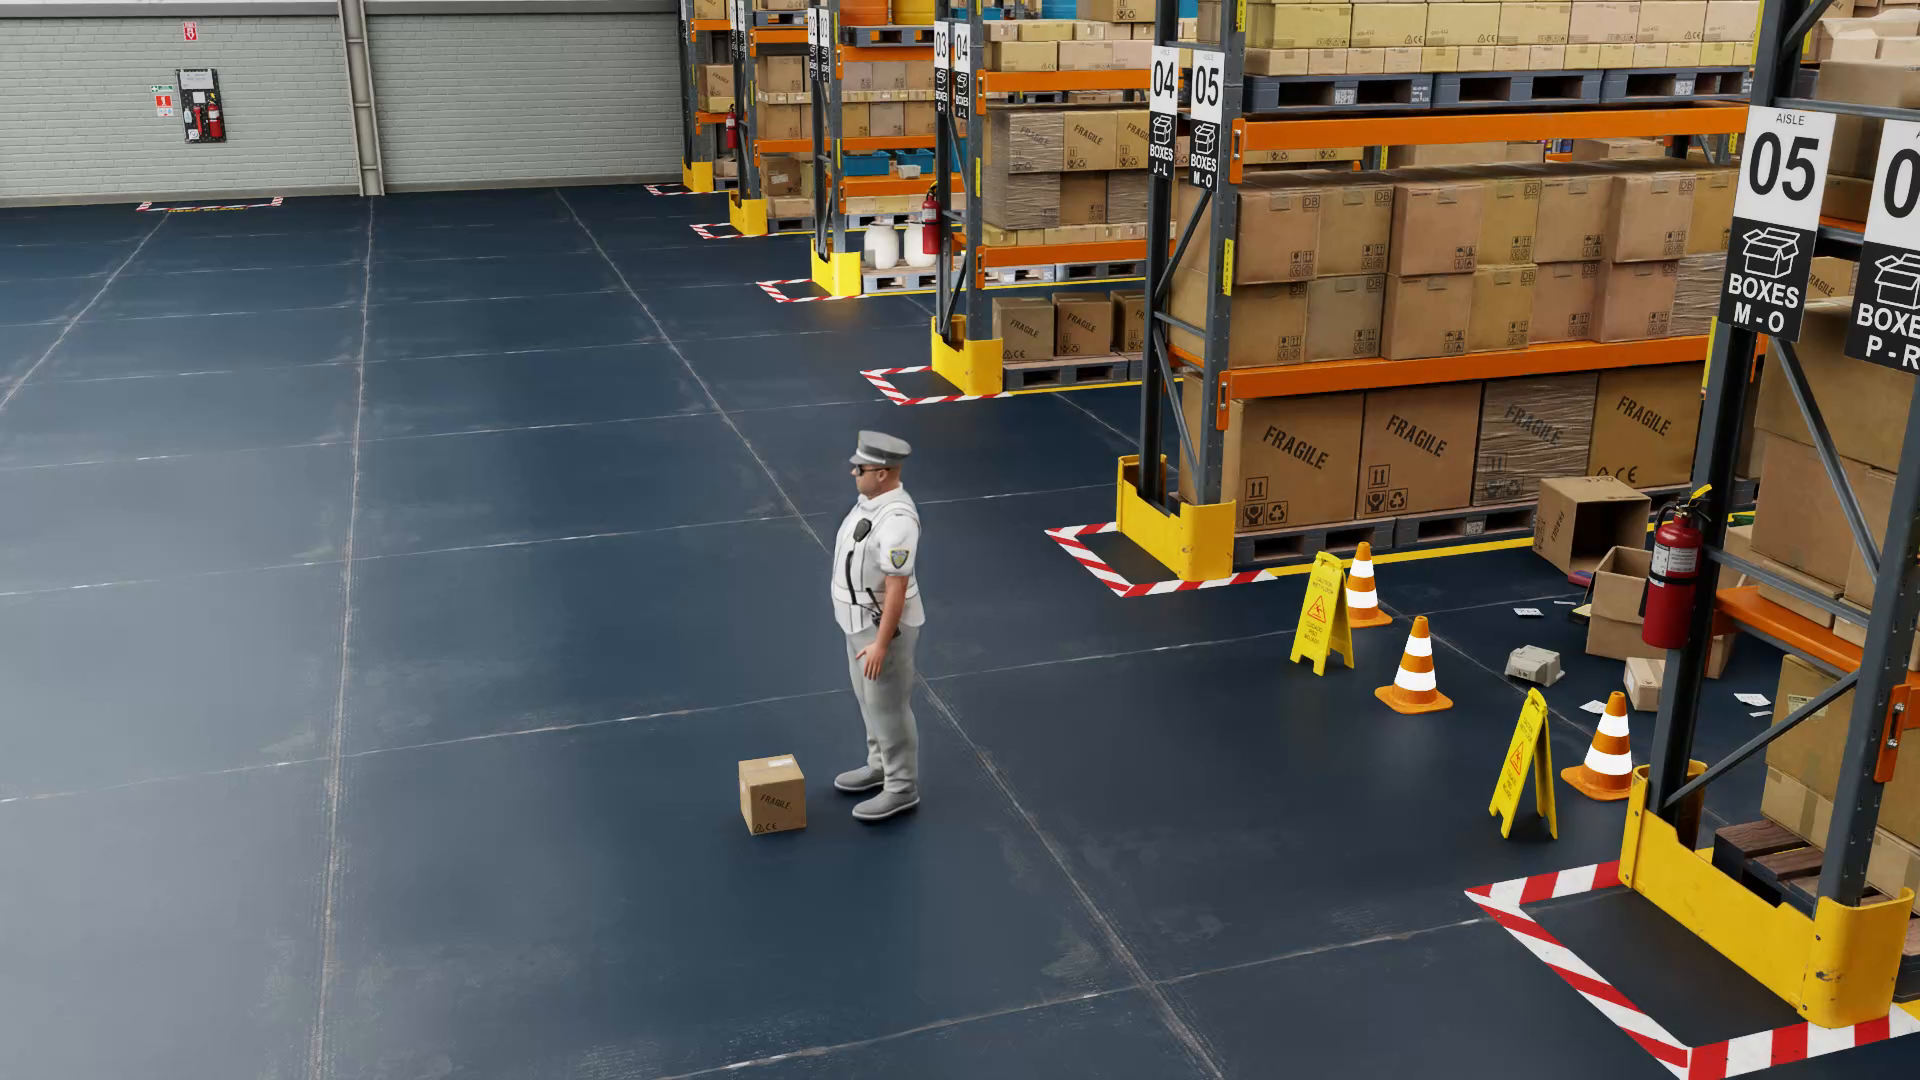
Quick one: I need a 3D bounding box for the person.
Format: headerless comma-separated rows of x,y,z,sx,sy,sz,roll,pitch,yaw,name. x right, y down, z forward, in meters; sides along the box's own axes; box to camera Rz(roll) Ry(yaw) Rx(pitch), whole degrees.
-0.370,0.370,7.418,0.392,1.769,0.539,-6,20,-16,person
